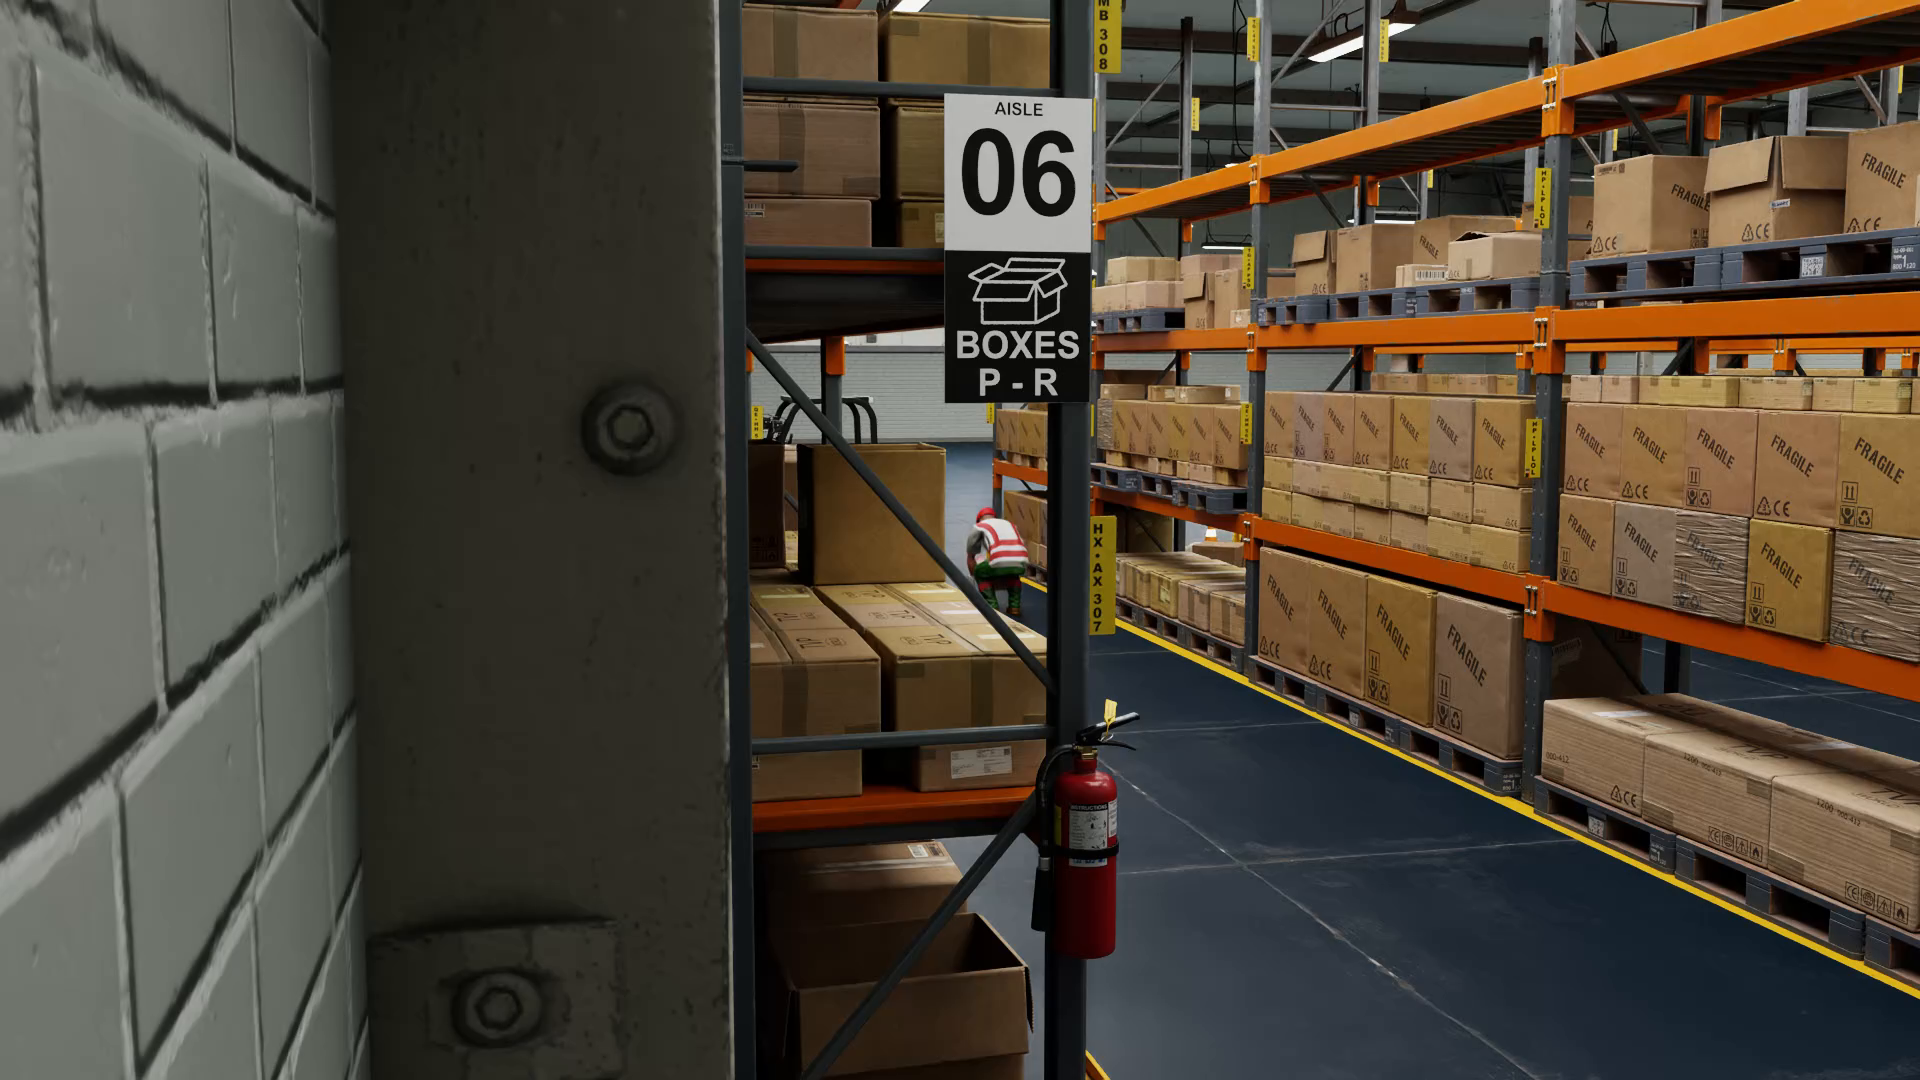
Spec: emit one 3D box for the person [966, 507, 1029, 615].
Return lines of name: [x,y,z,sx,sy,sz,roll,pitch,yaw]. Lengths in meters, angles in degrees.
person: [0.377,0.217,16.810,0.570,1.056,0.859,-2,6,-14]
